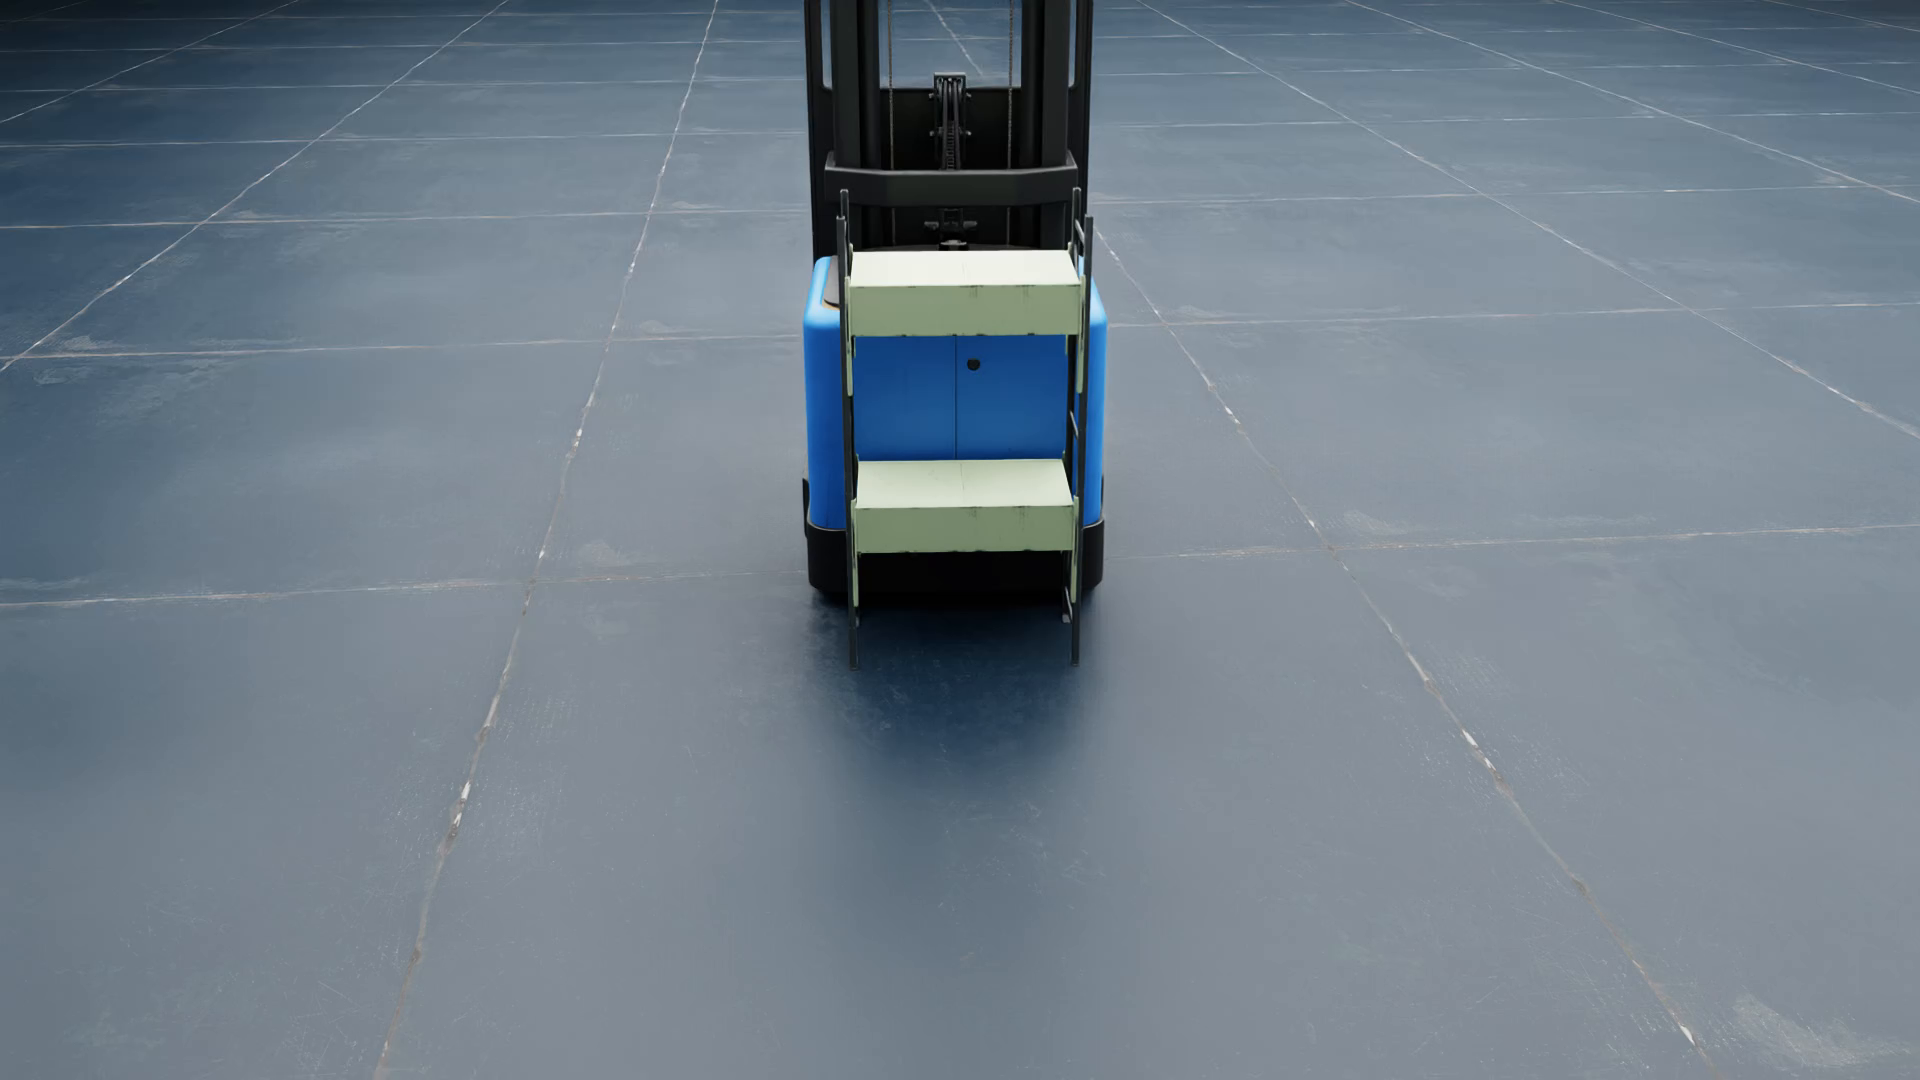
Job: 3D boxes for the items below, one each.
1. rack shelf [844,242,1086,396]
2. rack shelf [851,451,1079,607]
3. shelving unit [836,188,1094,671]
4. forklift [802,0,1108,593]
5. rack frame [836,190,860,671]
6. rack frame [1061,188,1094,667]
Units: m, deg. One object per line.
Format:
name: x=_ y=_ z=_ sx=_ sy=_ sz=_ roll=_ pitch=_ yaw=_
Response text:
rack shelf: x=0.009 y=-0.697 z=5.204 sx=0.720 sy=0.370 sz=0.431 roll=-1 pitch=24 yaw=-2
rack shelf: x=0.009 y=-0.043 z=5.495 sx=0.720 sy=0.370 sz=0.431 roll=-1 pitch=24 yaw=-2
shelving unit: x=0.009 y=-0.340 z=5.362 sx=0.755 sy=1.500 sz=0.431 roll=-1 pitch=24 yaw=-2
forklift: x=-0.049 y=-1.707 z=6.674 sx=1.130 sy=2.935 sz=3.031 roll=-1 pitch=24 yaw=-1
rack frame: x=-0.357 y=-0.335 z=5.351 sx=0.023 sy=1.500 sz=0.400 roll=-1 pitch=24 yaw=-2
rack frame: x=0.375 y=-0.346 z=5.374 sx=0.023 sy=1.500 sz=0.400 roll=-1 pitch=24 yaw=-2
